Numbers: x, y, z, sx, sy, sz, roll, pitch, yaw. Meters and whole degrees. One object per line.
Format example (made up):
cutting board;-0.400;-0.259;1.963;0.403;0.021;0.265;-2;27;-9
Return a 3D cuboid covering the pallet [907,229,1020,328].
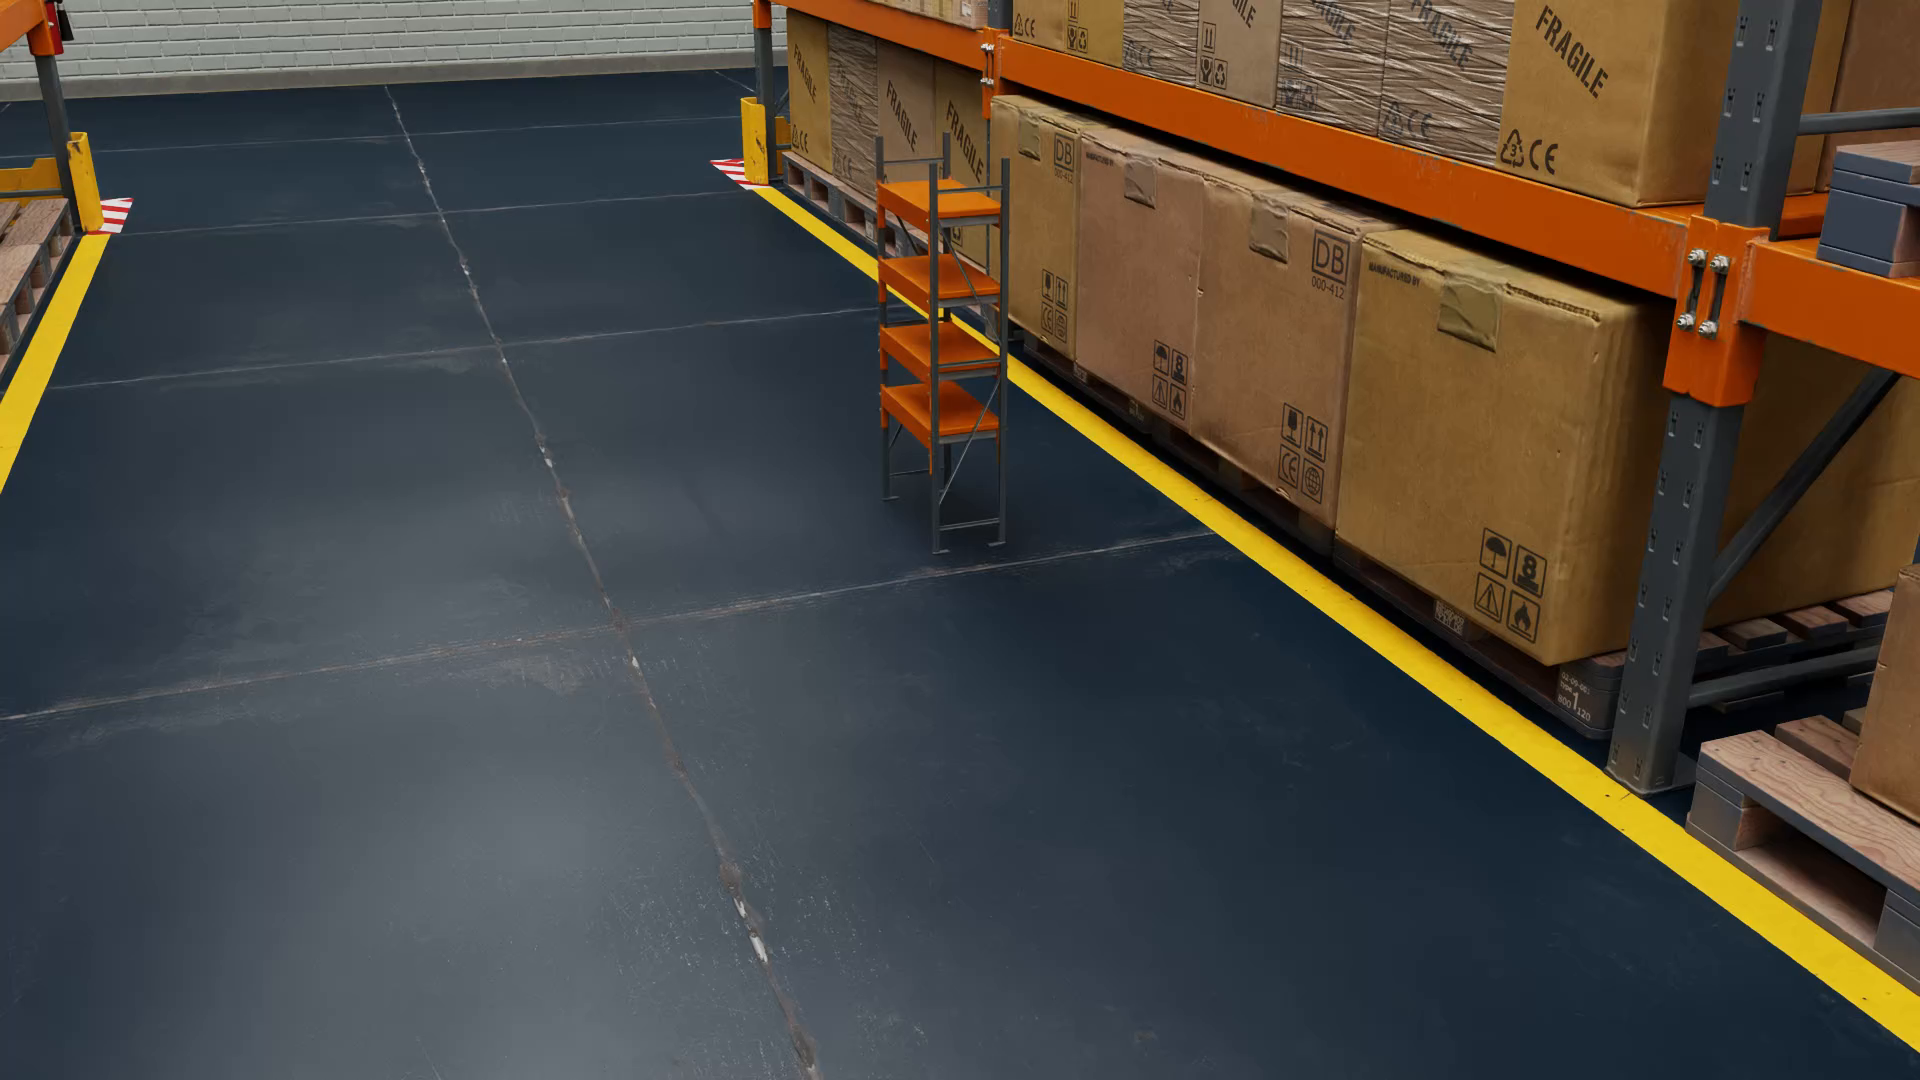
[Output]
pallet;0.406;-1.331;8.135;1.003;0.211;1.213;-8;24;-19

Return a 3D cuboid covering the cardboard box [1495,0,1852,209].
cardboard box;1.608;-1.067;3.790;0.500;0.500;0.500;-8;24;-17

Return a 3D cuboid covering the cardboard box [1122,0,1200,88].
cardboard box;0.885;-1.809;5.551;0.500;0.500;0.500;-9;24;-20

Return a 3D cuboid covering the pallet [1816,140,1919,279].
pallet;2.366;-0.543;2.922;1.213;0.211;1.003;-8;24;-19

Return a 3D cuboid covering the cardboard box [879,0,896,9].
cardboard box;-0.177;-2.653;8.005;0.380;0.149;0.250;-8;24;-18

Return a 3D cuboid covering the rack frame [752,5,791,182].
rack frame;-0.812;-3.782;10.361;1.000;3.000;0.127;-8;24;-19

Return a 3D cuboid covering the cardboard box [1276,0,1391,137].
cardboard box;1.251;-1.437;4.668;0.500;0.500;0.500;-9;25;-21

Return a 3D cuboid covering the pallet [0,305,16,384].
pallet;-4.329;-0.626;6.463;1.003;0.211;1.213;-8;24;-19

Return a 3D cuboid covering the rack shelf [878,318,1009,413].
rack shelf;-0.058;-0.551;5.186;0.258;0.148;0.480;-8;24;-19

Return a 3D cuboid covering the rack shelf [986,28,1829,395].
rack shelf;1.308;-1.270;5.328;1.077;0.370;4.000;-8;24;-19

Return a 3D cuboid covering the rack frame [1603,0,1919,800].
rack frame;2.014;-0.875;3.465;1.000;3.000;0.127;-8;24;-19

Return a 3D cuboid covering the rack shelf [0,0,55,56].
rack shelf;-4.739;-2.044;7.164;1.077;0.370;4.000;-8;24;-19

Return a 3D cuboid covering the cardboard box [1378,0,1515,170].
cardboard box;1.437;-1.249;4.222;0.500;0.500;0.500;-9;24;-19

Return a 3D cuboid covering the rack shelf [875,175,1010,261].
rack shelf;-0.058;-0.975;5.007;0.258;0.148;0.480;-8;24;-19

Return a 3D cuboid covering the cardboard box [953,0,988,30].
cardboard box;0.187;-2.279;7.118;0.380;0.149;0.250;-8;24;-19

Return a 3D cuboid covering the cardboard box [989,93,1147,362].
cardboard box;0.846;-1.313;6.699;1.225;0.875;0.875;-8;24;-19

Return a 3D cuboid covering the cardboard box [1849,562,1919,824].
cardboard box;2.270;0.315;3.294;0.700;0.500;0.500;-10;25;-22

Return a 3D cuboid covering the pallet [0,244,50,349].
pallet;-4.763;-1.070;7.517;1.003;0.211;1.213;-8;24;-19

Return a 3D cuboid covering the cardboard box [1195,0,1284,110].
cardboard box;1.072;-1.622;5.107;0.500;0.500;0.500;-8;24;-18

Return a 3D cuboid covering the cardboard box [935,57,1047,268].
cardboard box;0.443;-1.794;7.839;0.875;0.875;0.875;-8;24;-19

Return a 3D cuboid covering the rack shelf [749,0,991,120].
rack shelf;-0.105;-2.724;8.777;1.077;0.370;4.000;-8;24;-19

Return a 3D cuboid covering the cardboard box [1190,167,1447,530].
cardboard box;1.482;-0.668;5.168;1.225;0.875;0.875;-8;24;-19

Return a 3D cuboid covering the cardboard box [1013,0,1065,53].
cardboard box;0.530;-2.173;6.416;0.500;0.500;0.500;-8;24;-19

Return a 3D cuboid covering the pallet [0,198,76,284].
pallet;-5.191;-1.513;8.567;1.003;0.211;1.213;-8;24;-19

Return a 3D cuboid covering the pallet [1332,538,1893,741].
pallet;1.806;0.113;4.710;1.003;0.211;1.213;-8;24;-19

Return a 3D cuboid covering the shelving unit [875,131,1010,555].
shelving unit;-0.058;-0.613;5.160;0.258;1.200;0.503;-8;24;-19

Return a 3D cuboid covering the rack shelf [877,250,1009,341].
rack shelf;-0.058;-0.757;5.099;0.258;0.148;0.480;-8;24;-19

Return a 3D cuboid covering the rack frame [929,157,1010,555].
rack frame;0.028;-0.524;4.949;0.240;1.200;0.015;-8;24;-19

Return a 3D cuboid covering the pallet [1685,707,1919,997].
pallet;2.289;0.694;3.332;1.003;0.211;1.213;-8;24;-19

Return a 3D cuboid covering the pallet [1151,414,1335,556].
pallet;1.379;-0.330;5.760;1.003;0.211;1.213;-8;24;-19

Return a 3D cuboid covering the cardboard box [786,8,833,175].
cardboard box;-0.511;-2.775;10.167;0.875;0.875;0.875;-8;24;-19

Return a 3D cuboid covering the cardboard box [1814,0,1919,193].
cardboard box;2.097;-1.135;3.953;0.500;0.500;0.500;-8;24;-17

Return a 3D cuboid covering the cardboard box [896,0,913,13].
cardboard box;-0.086;-2.559;7.783;0.380;0.149;0.250;-8;24;-18

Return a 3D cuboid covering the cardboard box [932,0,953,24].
cardboard box;0.096;-2.372;7.340;0.380;0.149;0.250;-8;24;-18

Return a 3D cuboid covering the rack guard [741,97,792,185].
rack guard;-0.820;-2.639;10.867;1.175;0.500;0.348;-8;24;-19

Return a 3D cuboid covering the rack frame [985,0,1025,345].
rack frame;0.601;-2.329;6.913;1.000;3.000;0.127;-8;24;-19

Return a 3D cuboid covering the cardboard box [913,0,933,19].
cardboard box;0.005;-2.466;7.561;0.380;0.149;0.250;-9;24;-20

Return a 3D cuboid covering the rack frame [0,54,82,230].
rack frame;-5.446;-3.102;8.749;1.000;3.000;0.127;-8;24;-19

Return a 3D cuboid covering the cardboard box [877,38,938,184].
cardboard box;0.125;-2.121;8.615;0.875;0.875;0.875;-8;24;-19

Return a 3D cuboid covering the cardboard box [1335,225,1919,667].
cardboard box;1.790;-0.343;4.397;1.225;0.875;0.875;-10;25;-21

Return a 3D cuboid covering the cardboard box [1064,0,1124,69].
cardboard box;0.708;-1.991;5.982;0.500;0.500;0.500;-8;24;-19

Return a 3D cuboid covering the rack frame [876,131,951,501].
rack frame;-0.145;-0.702;5.370;0.240;1.200;0.015;-8;24;-19

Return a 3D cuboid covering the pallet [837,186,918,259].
pallet;-0.029;-1.775;9.189;1.003;0.211;1.213;-8;24;-19

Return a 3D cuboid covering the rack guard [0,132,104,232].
rack guard;-5.466;-1.958;9.251;1.175;0.500;0.348;-8;24;-19

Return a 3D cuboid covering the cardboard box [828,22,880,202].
cardboard box;-0.190;-2.444;9.382;0.875;0.875;0.875;-8;24;-19

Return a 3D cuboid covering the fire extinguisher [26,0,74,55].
fire extinguisher;-5.074;-3.012;9.114;0.296;0.674;0.183;-8;24;-19

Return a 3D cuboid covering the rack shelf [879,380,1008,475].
rack shelf;-0.058;-0.368;5.263;0.258;0.148;0.480;-8;24;-19

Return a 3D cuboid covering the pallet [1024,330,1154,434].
pallet;0.944;-0.774;6.814;1.003;0.211;1.213;-8;24;-19

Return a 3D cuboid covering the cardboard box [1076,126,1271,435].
cardboard box;1.162;-0.989;5.929;1.225;0.875;0.875;-9;25;-21

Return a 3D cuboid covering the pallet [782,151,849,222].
pallet;-0.456;-2.217;10.239;1.003;0.211;1.213;-8;24;-19

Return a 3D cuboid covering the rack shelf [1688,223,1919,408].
rack shelf;2.721;0.183;1.880;1.077;0.370;4.000;-8;24;-19

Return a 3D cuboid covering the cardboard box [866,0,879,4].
cardboard box;-0.267;-2.746;8.226;0.380;0.149;0.250;-9;24;-20
